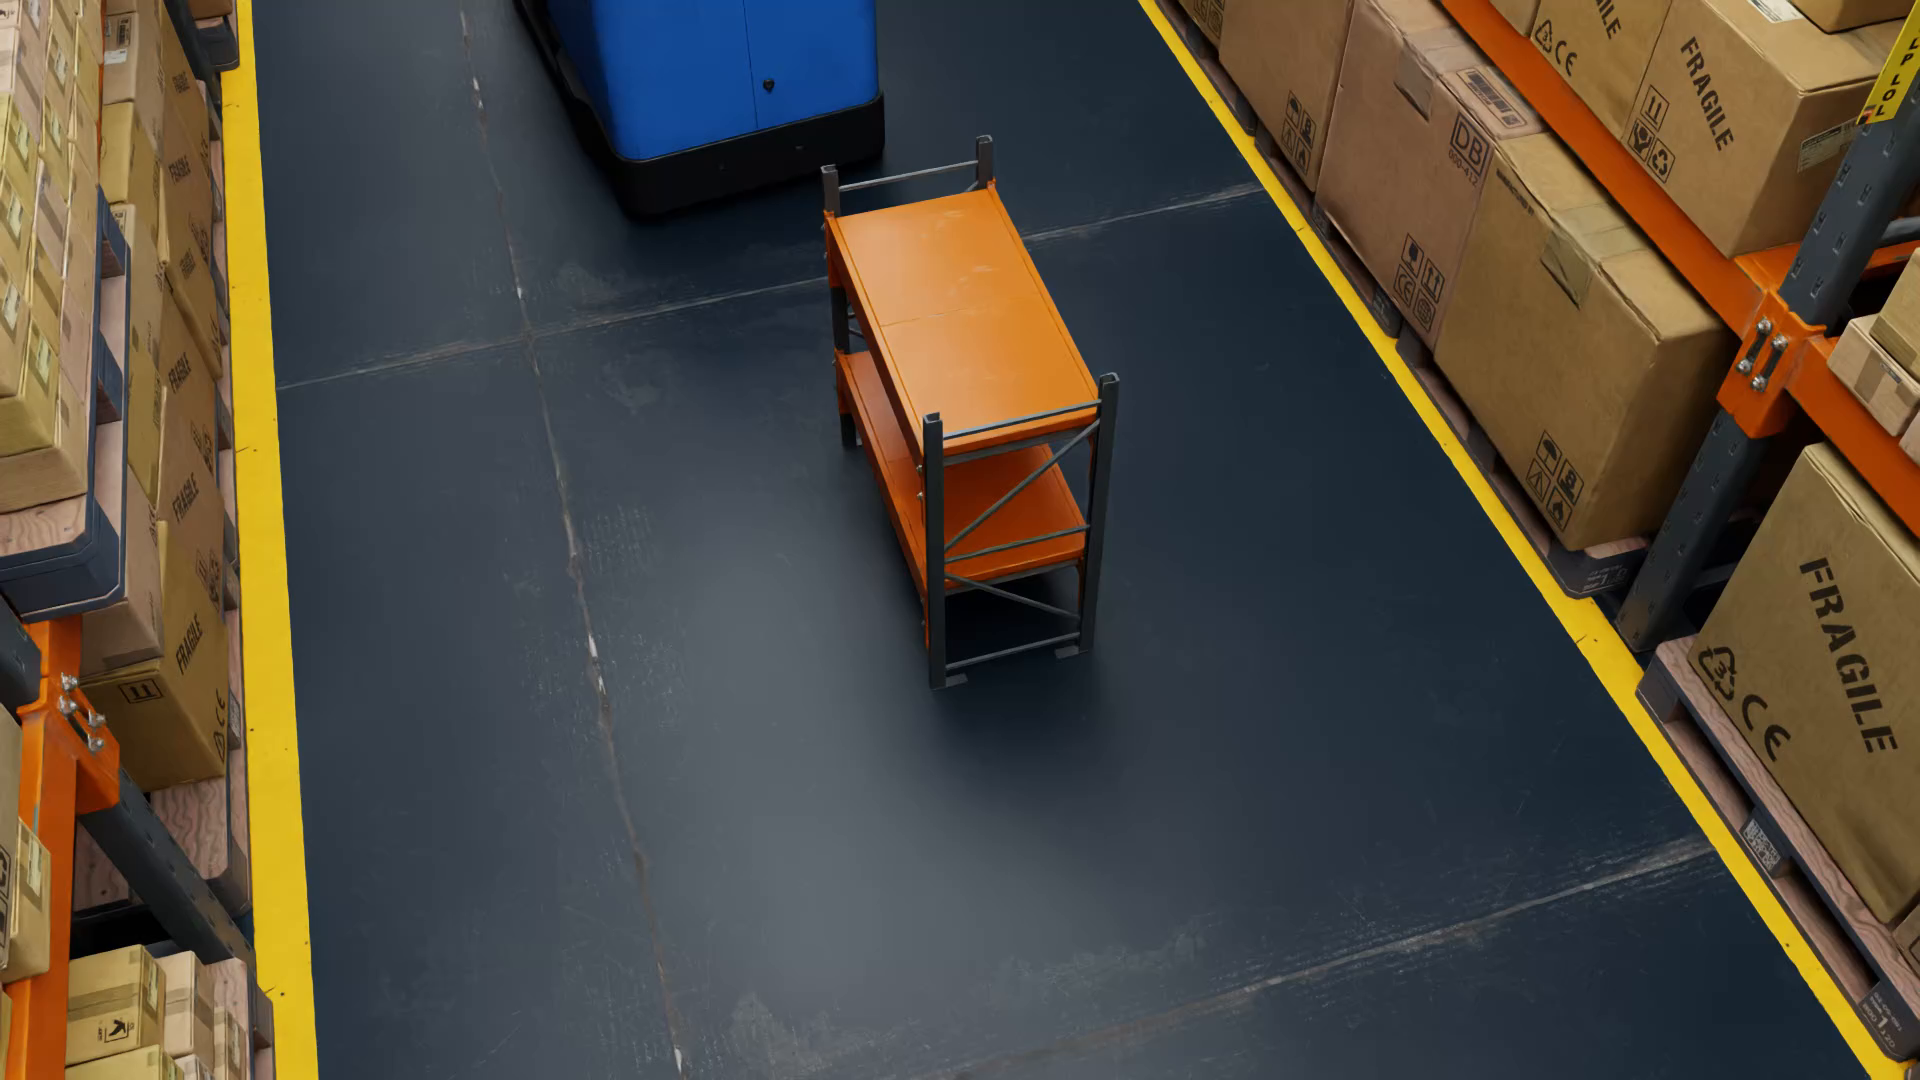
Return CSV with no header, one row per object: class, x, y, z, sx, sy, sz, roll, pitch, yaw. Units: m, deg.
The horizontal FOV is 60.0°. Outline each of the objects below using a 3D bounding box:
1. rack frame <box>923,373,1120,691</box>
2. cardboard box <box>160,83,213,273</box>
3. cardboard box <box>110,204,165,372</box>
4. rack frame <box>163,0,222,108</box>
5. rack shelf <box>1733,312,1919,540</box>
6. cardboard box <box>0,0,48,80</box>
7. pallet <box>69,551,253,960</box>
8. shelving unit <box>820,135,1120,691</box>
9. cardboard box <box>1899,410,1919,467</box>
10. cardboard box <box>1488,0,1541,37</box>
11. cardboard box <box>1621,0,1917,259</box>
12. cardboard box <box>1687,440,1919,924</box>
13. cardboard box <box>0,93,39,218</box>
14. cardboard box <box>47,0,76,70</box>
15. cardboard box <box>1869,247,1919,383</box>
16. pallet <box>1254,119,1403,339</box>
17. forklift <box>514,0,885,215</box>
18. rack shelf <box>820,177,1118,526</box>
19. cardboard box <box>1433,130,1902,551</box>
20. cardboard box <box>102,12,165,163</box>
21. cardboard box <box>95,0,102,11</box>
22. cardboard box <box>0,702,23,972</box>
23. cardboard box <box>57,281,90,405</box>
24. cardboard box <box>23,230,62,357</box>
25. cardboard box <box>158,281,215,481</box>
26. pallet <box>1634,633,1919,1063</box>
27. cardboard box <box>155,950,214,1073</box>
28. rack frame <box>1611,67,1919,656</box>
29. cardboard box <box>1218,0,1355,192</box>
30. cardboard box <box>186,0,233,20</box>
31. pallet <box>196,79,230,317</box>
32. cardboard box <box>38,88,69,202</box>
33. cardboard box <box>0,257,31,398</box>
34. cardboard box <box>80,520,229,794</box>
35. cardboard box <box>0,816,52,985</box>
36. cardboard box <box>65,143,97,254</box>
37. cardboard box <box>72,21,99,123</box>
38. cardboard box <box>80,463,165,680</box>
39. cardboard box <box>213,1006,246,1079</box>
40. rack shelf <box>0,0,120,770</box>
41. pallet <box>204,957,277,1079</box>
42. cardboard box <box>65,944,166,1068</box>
rack frame,0.152,0.014,4.503,0.500,1.125,0.032,-13,51,-11
cardboard box,-2.887,-1.183,5.645,0.500,0.500,0.500,-11,51,-10
cardboard box,-2.571,-0.666,4.719,0.500,0.250,0.500,-12,51,-10
rack frame,-3.481,-2.655,5.526,1.000,3.000,0.127,-13,51,-11
rack shelf,3.061,0.912,2.990,1.077,0.370,4.000,-13,51,-11
cardboard box,-2.285,-1.131,3.742,0.380,0.149,0.250,-14,51,-11
pallet,-2.530,0.597,4.608,1.003,0.211,1.213,-13,51,-11
shelving unit,0.002,-0.358,4.816,0.538,1.125,1.048,-13,51,-11
cardboard box,2.317,-0.217,3.635,0.380,0.149,0.250,-15,51,-12
cardboard box,1.770,-1.836,4.770,0.500,0.500,0.500,-14,51,-11
cardboard box,2.071,-1.093,4.144,0.500,0.500,0.500,-13,51,-11
cardboard box,2.588,0.269,4.177,0.875,0.875,0.875,-13,51,-11
cardboard box,-2.137,-0.761,3.430,0.380,0.149,0.250,-13,51,-11
cardboard box,-2.368,-1.232,4.022,0.380,0.149,0.250,-14,51,-12
cardboard box,2.358,-0.426,3.551,0.500,0.250,0.500,-14,51,-12
pallet,1.805,-1.321,6.226,1.003,0.211,1.213,-13,51,-11
forklift,-1.342,-3.301,6.115,1.130,2.935,3.031,-18,52,-15
rack shelf,0.002,-0.546,4.592,0.538,0.278,1.000,-13,51,-11
cardboard box,2.261,-0.694,4.988,1.225,0.875,0.875,-13,51,-11
cardboard box,-2.869,-1.419,5.354,0.500,0.250,0.500,-13,51,-10
cardboard box,-2.522,-1.515,4.455,0.380,0.149,0.250,-12,51,-10
cardboard box,-1.885,0.428,2.667,0.500,0.500,0.500,-13,51,-11
cardboard box,-2.063,-0.380,3.498,0.380,0.149,0.250,-13,51,-10
cardboard box,-2.054,-0.464,3.374,0.380,0.149,0.250,-14,51,-12
cardboard box,-2.589,-0.428,5.009,0.500,0.500,0.500,-13,51,-10
pallet,2.620,0.691,4.529,1.003,0.211,1.213,-13,51,-11
cardboard box,-1.901,1.113,3.745,0.380,0.149,0.250,-12,51,-10
rack frame,2.470,-0.781,3.946,1.000,3.000,0.127,-13,51,-11
cardboard box,1.727,-1.991,6.082,1.225,0.875,0.875,-13,51,-11
cardboard box,-3.575,-2.530,6.618,1.050,0.750,0.750,-14,51,-11
pallet,-3.252,-1.185,6.111,1.003,0.211,1.213,-13,51,-11
cardboard box,-2.208,-0.842,3.693,0.380,0.149,0.250,-15,52,-13
cardboard box,-1.975,-0.371,3.101,0.380,0.149,0.250,-11,51,-9
cardboard box,-2.263,0.337,4.364,0.500,0.500,0.500,-12,51,-10
cardboard box,-1.810,0.667,2.890,0.380,0.149,0.250,-15,51,-12
cardboard box,-2.206,-0.747,3.808,0.380,0.149,0.250,-13,51,-11
cardboard box,-2.367,-1.132,4.132,0.380,0.149,0.250,-14,51,-12
cardboard box,-2.264,0.096,4.077,0.500,0.250,0.500,-15,52,-13
cardboard box,-1.857,1.260,3.816,0.380,0.149,0.250,-13,51,-11
rack shelf,-2.890,-0.962,4.570,1.077,0.370,4.000,-13,51,-11
pallet,-2.066,1.648,3.723,1.003,0.211,1.213,-13,51,-11
cardboard box,-1.944,1.060,3.596,0.380,0.149,0.250,-12,51,-10
